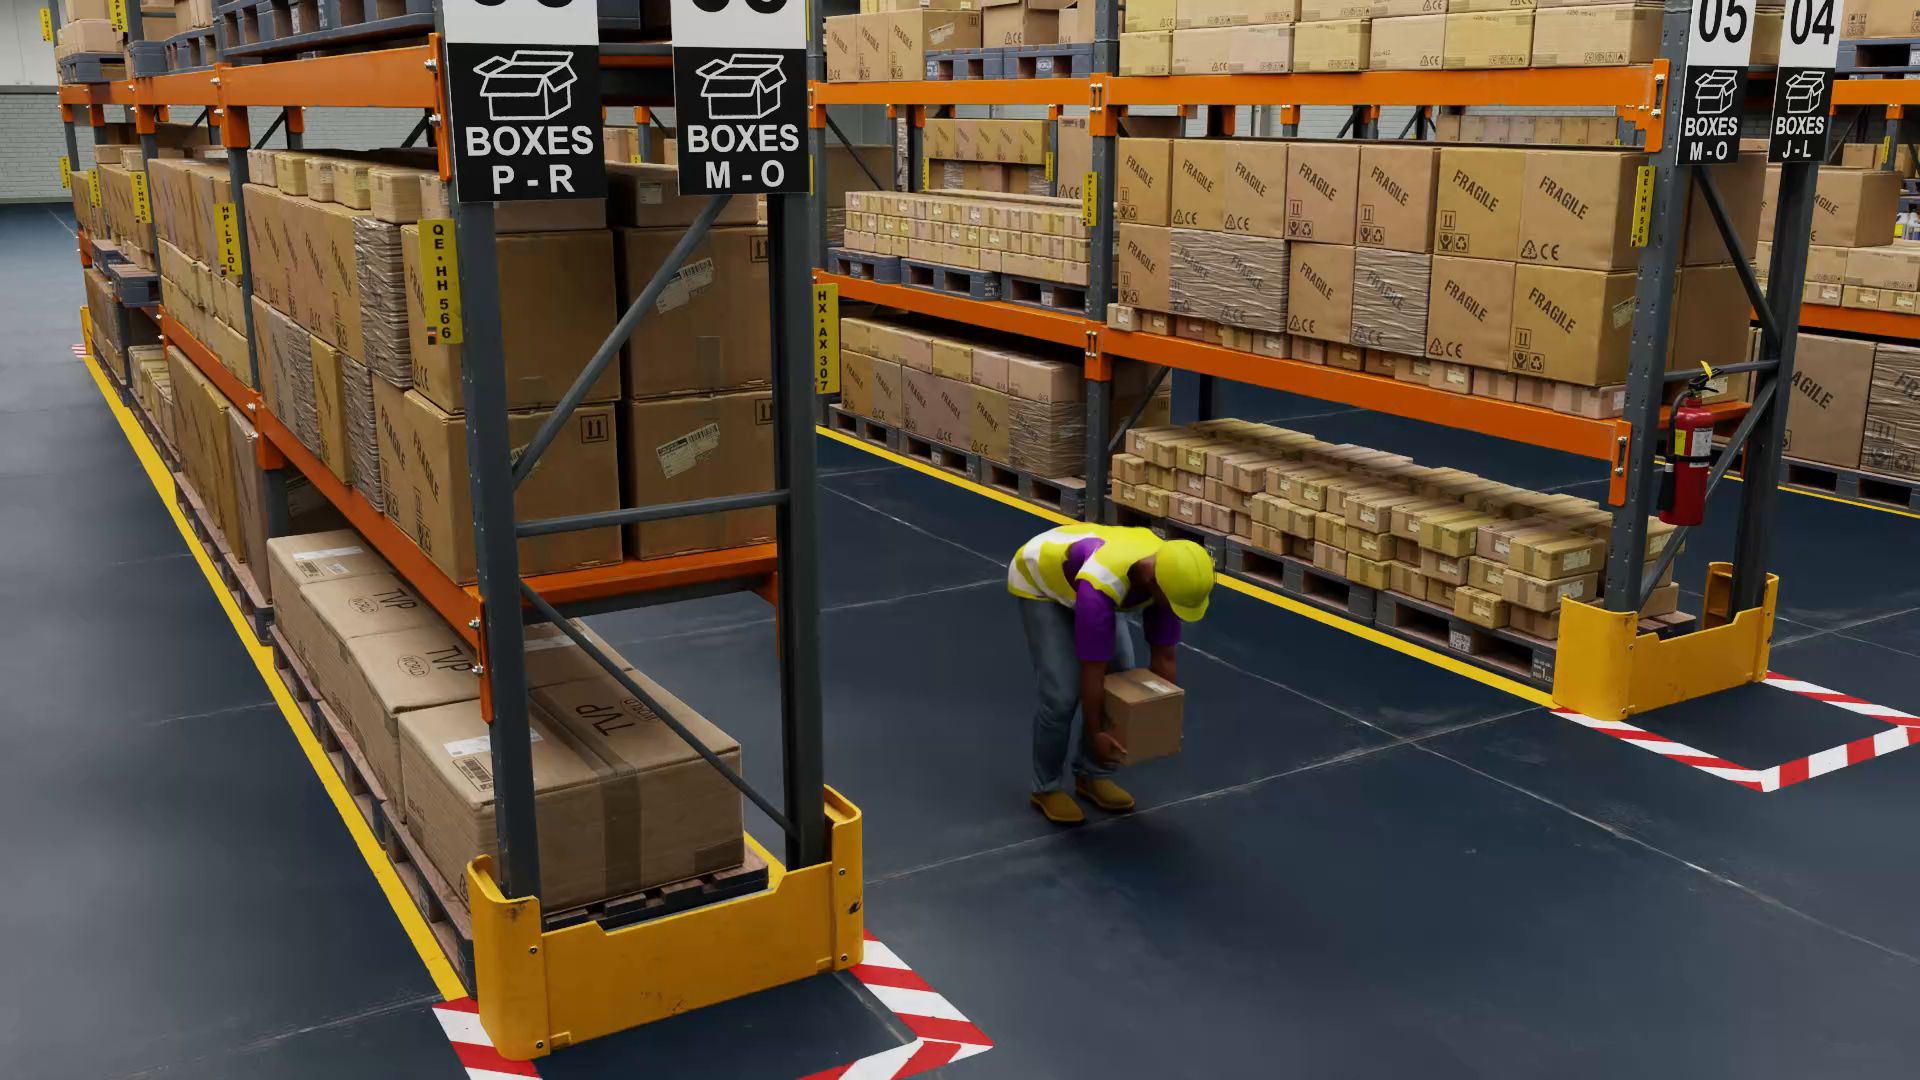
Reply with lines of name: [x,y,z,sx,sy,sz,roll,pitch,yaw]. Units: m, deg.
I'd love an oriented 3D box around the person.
person: [0.579,0.497,6.201,0.474,1.191,0.967,-9,17,-32]
